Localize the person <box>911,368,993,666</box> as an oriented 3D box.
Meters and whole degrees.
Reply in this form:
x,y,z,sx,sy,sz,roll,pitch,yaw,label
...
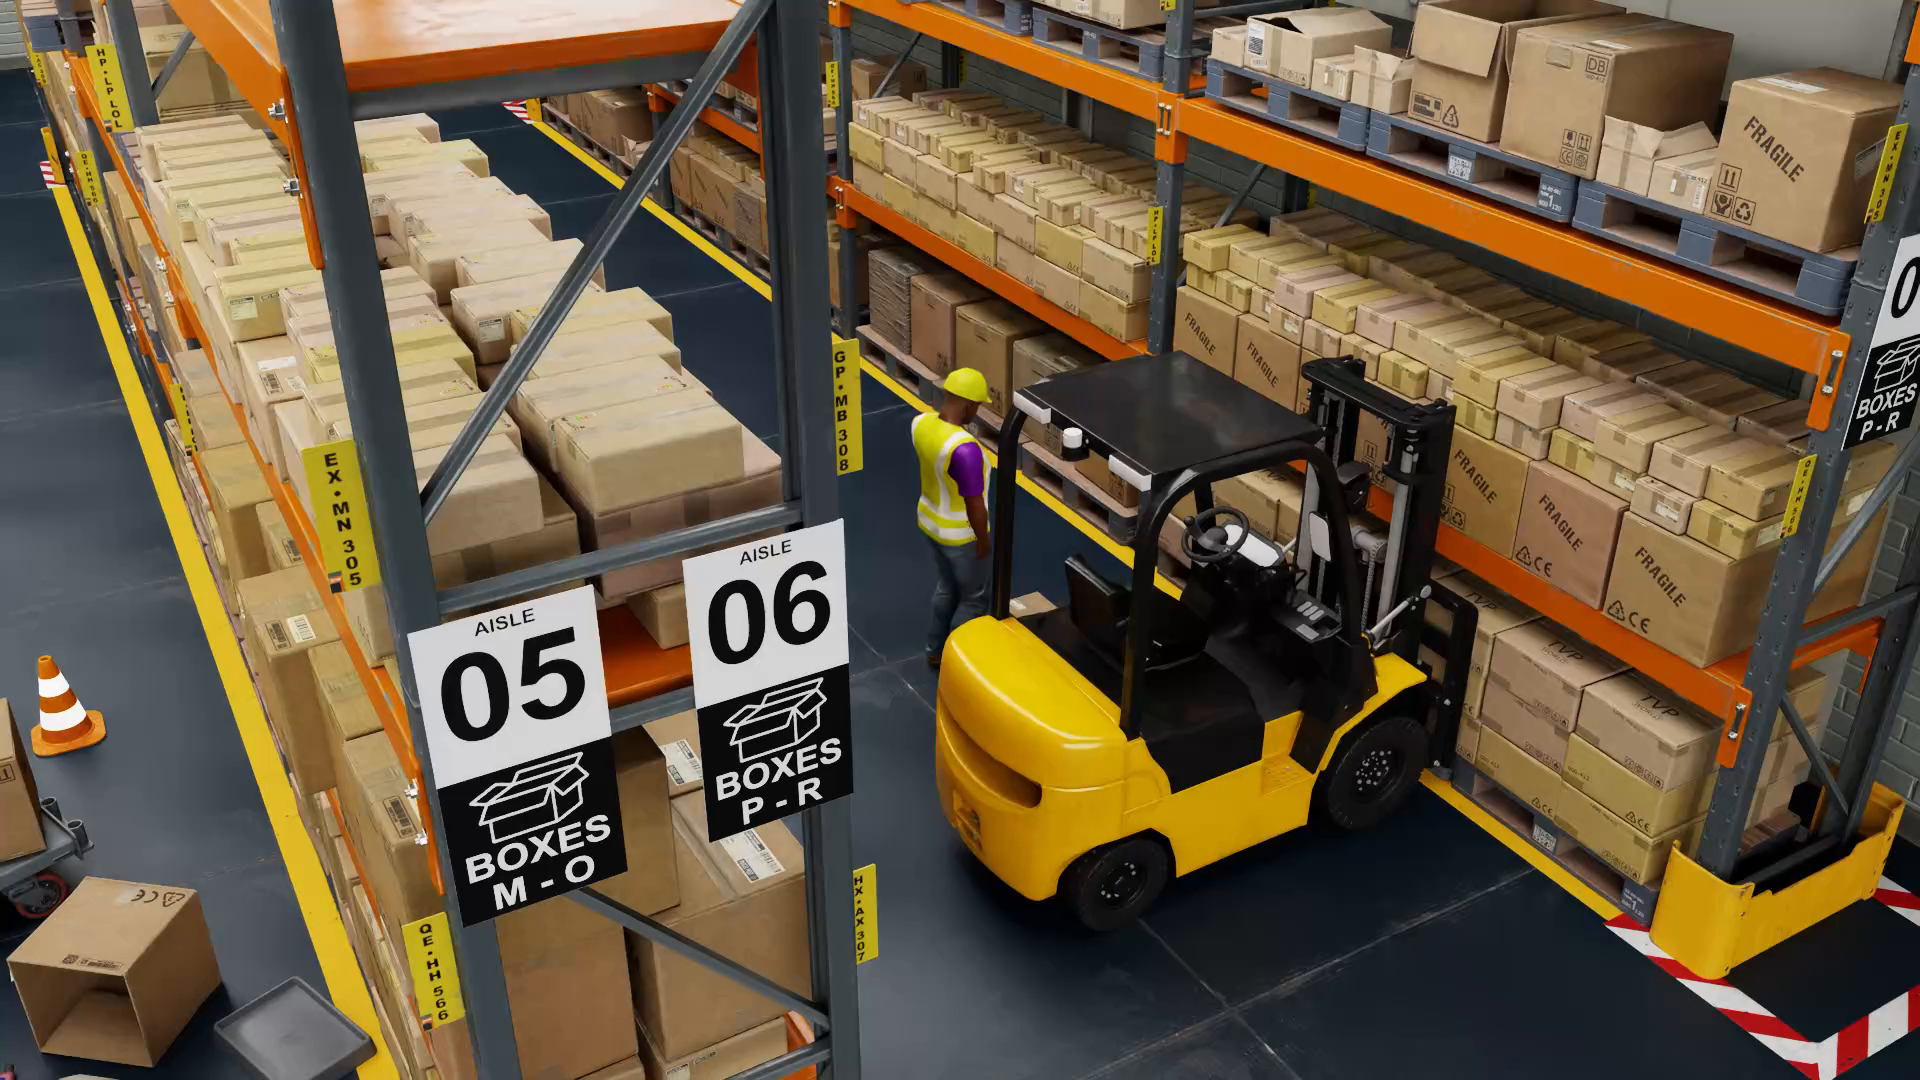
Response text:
x,y,z,sx,sy,sz,roll,pitch,yaw,label
-0.013,-0.076,8.697,0.390,1.747,0.575,-15,32,-25,person
